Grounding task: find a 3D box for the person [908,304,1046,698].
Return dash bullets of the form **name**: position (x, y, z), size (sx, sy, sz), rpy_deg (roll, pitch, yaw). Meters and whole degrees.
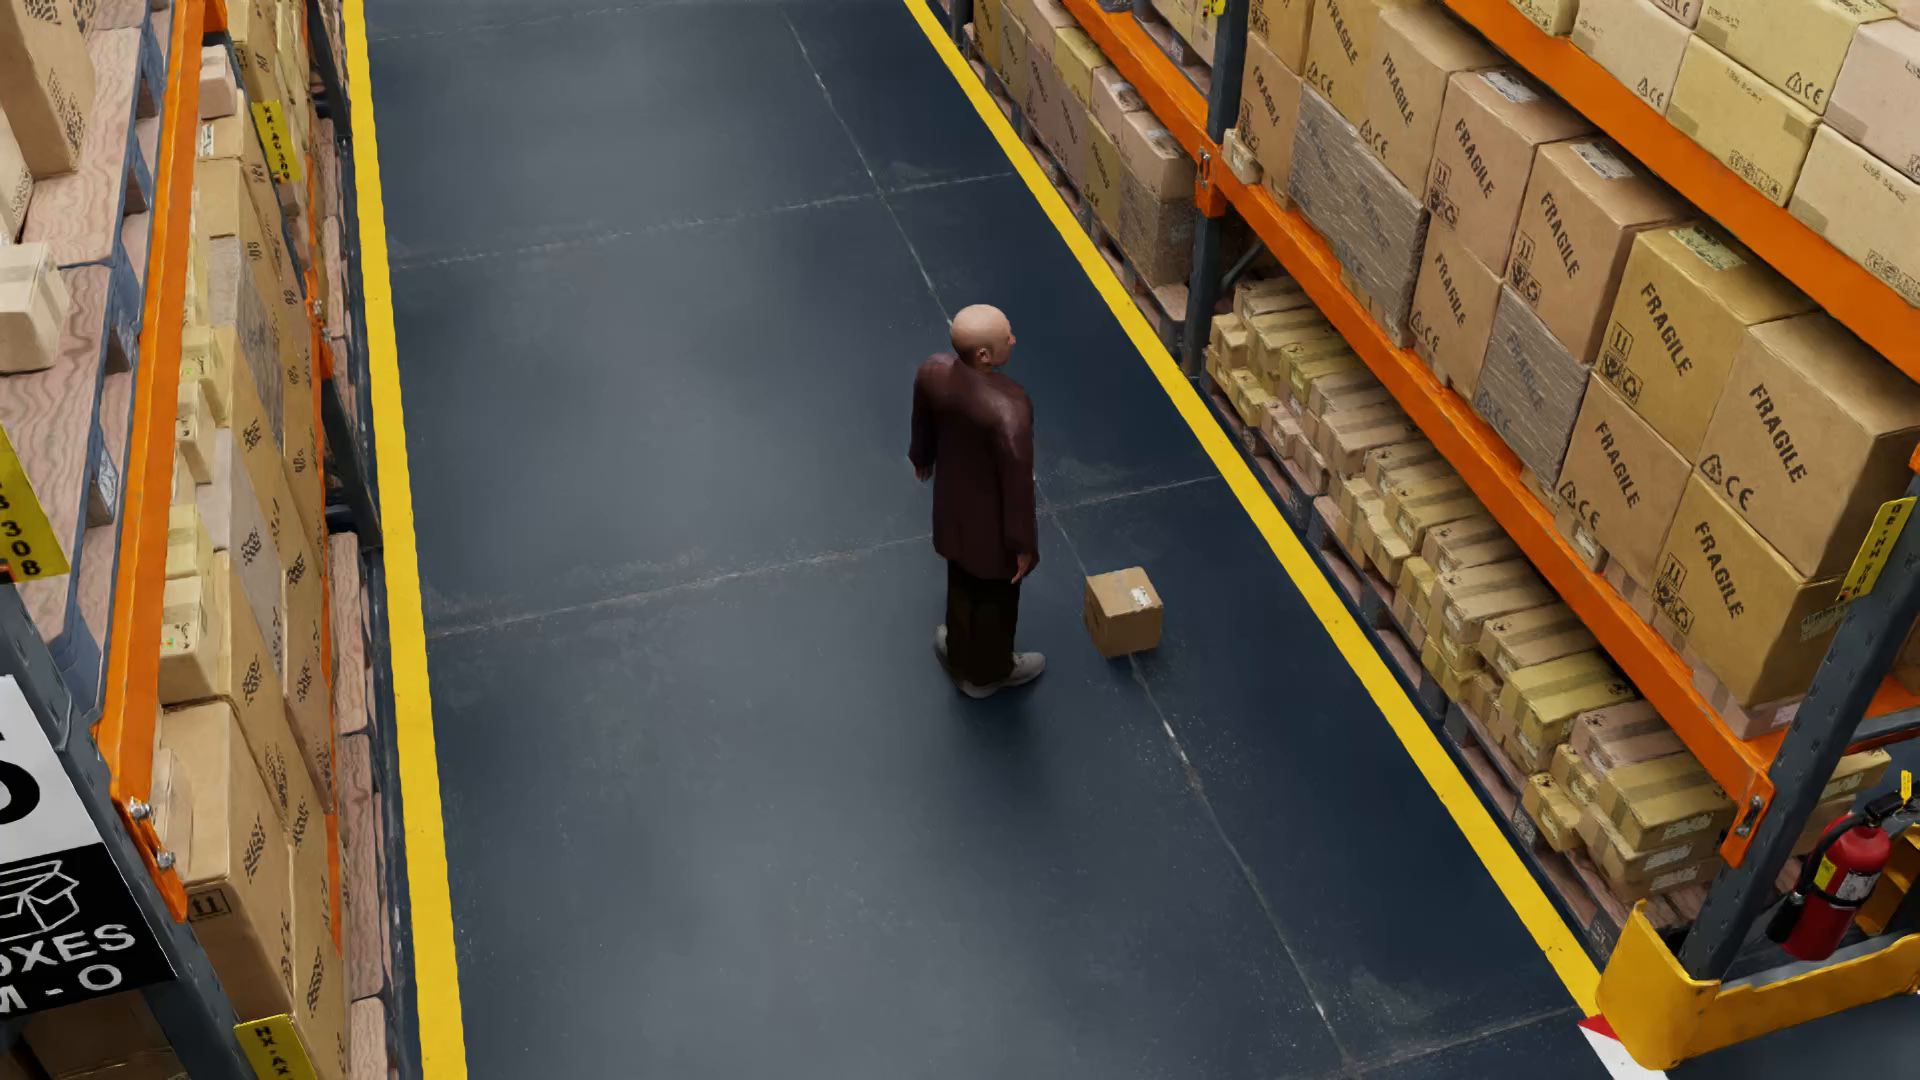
- **person**: position (0.068, -0.158, 6.321), size (0.735, 1.785, 0.379), rpy_deg (32, 51, 31)
